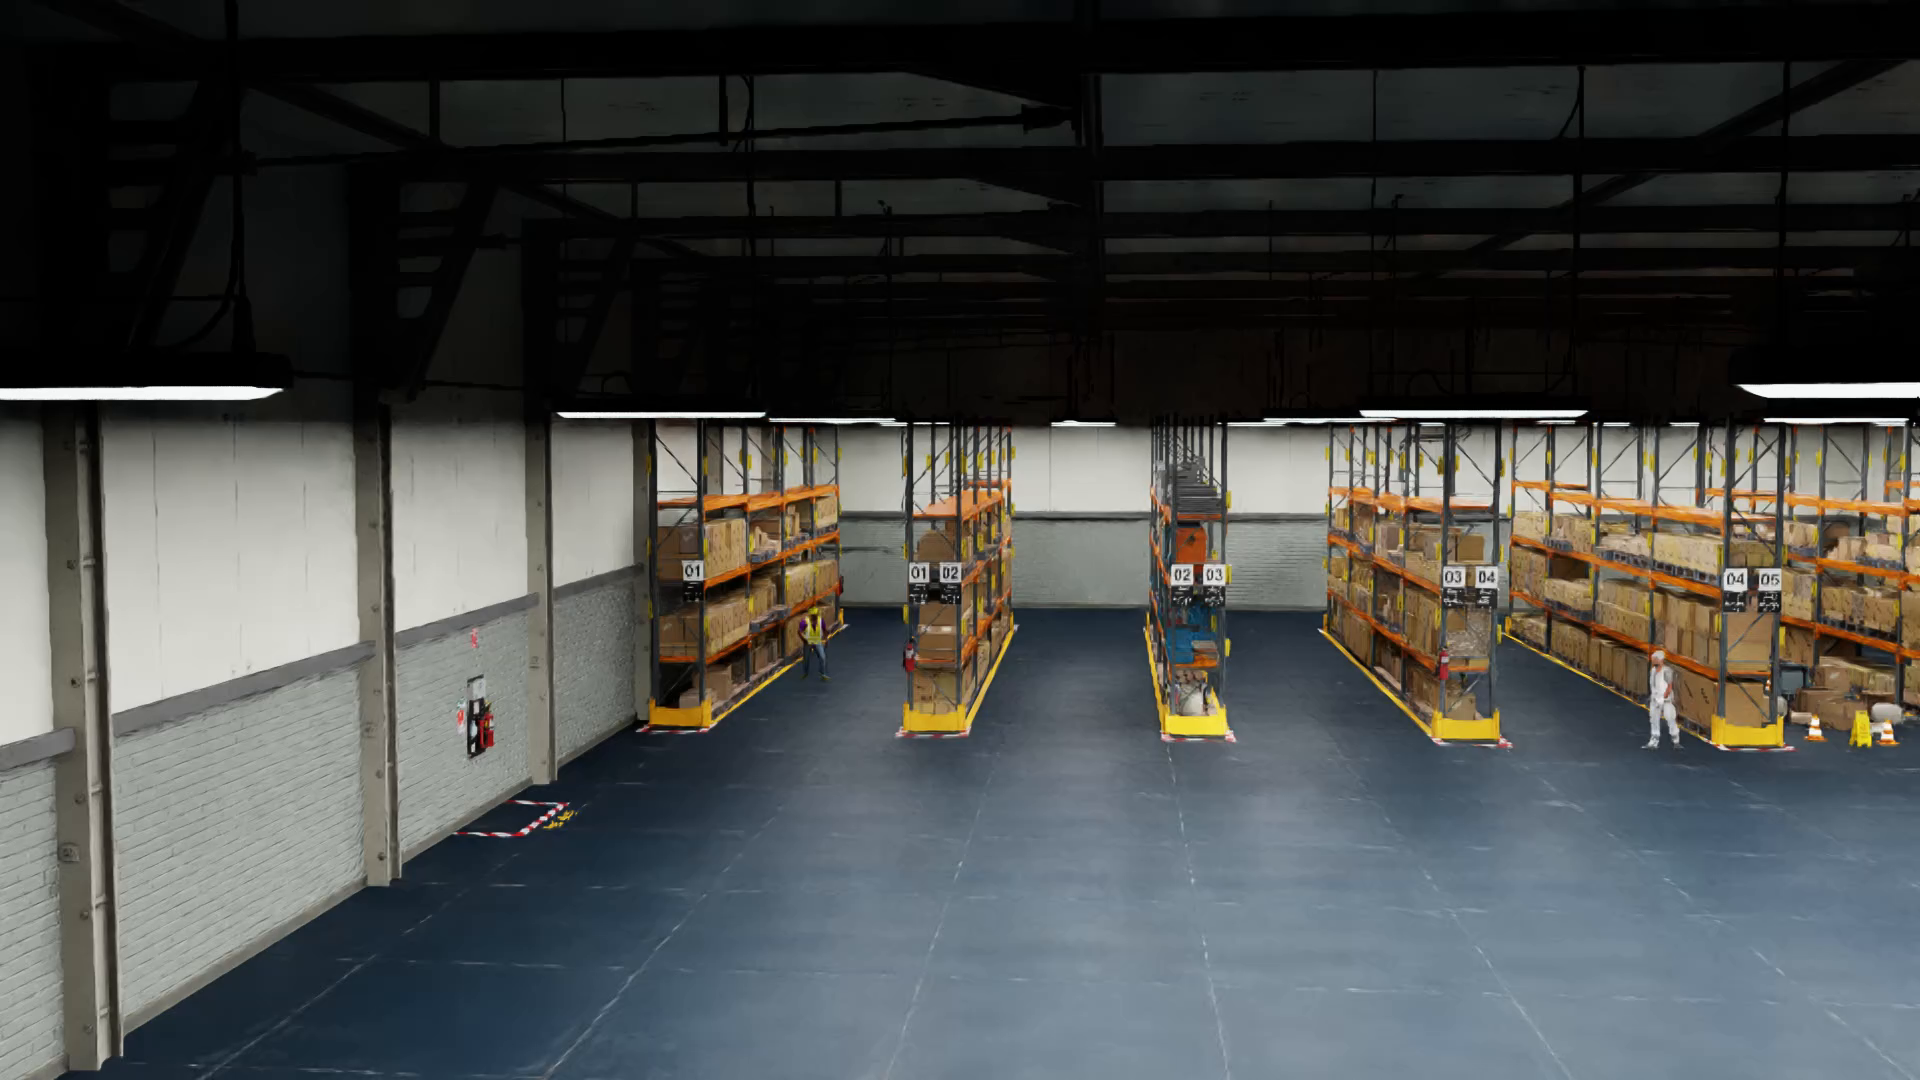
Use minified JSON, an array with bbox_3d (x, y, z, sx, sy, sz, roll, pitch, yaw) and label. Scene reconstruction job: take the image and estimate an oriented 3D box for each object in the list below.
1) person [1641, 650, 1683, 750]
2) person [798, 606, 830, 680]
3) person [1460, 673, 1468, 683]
[{"bbox_3d":[12.497,2.850,29.590,0.711,1.786,0.551,-2,4,-24],"label":"person"},{"bbox_3d":[-3.336,2.328,37.760,0.710,1.703,0.836,-1,4,-11],"label":"person"},{"bbox_3d":[11.397,2.336,37.419,0.550,1.709,1.128,0,4,3],"label":"person"}]
